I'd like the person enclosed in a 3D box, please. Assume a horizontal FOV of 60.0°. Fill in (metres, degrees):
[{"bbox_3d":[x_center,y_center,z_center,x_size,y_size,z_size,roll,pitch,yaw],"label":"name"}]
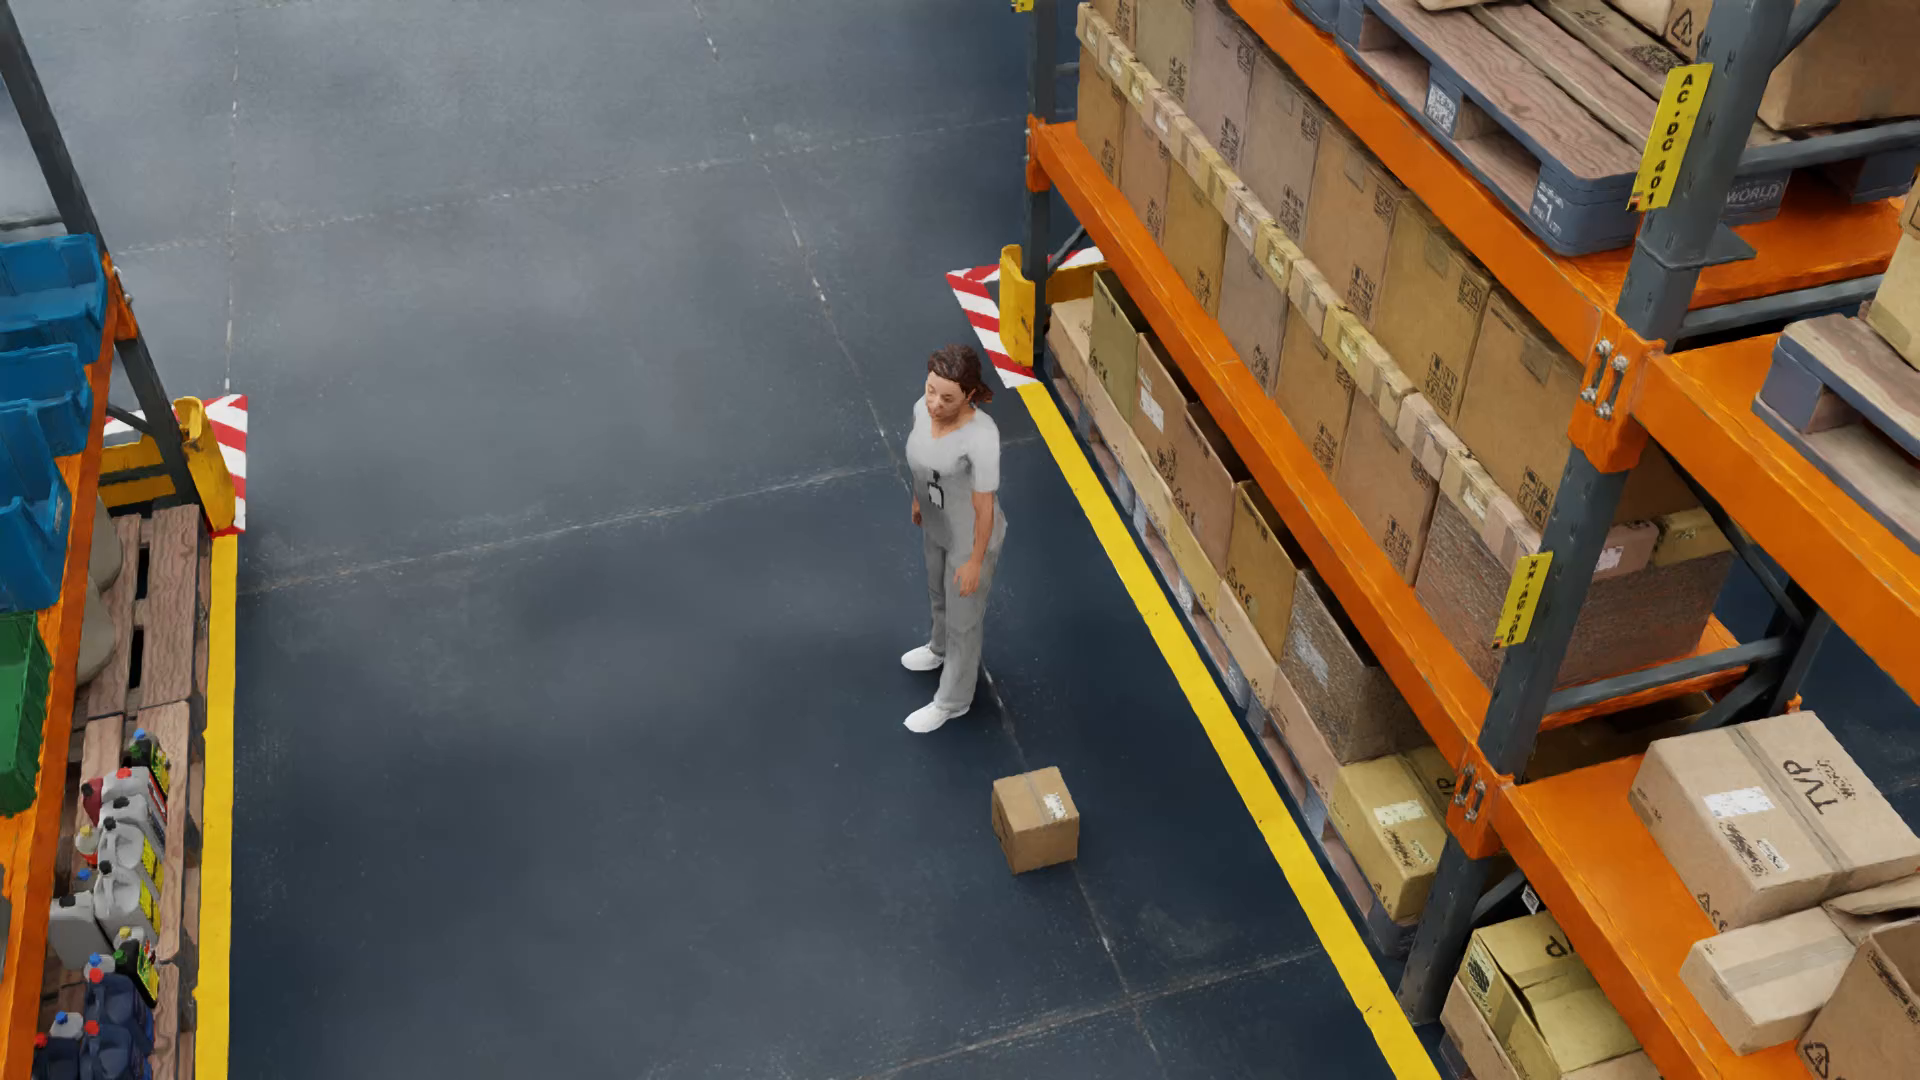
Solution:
[{"bbox_3d":[-0.091,-0.006,6.140,0.498,1.674,0.508,-28,49,-27],"label":"person"}]
